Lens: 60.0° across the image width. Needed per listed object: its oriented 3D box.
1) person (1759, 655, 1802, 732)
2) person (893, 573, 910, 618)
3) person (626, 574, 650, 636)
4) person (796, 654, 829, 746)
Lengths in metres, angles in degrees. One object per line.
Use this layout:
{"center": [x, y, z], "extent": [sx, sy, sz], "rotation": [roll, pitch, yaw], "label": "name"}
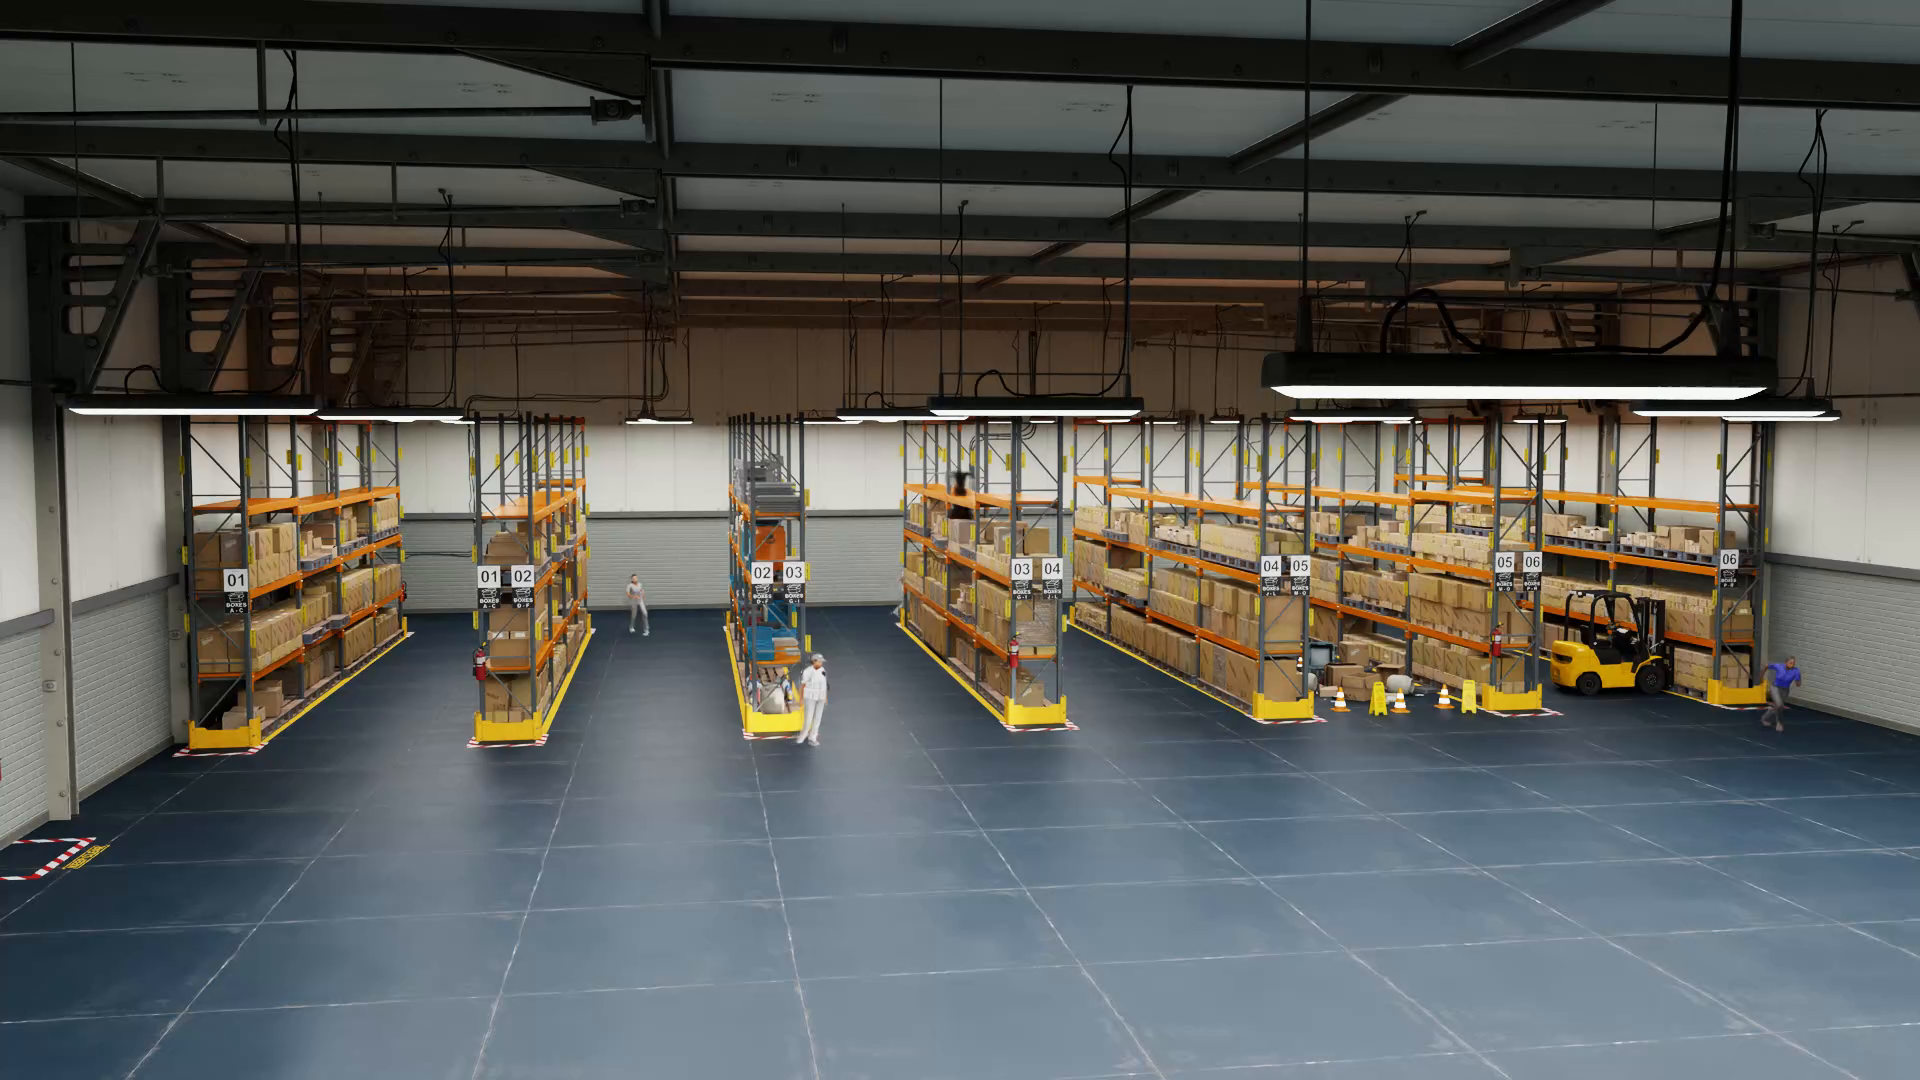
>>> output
{"center": [15.441, 2.852, 31.277], "extent": [0.568, 1.461, 1.063], "rotation": [0, 4, 2], "label": "person"}
{"center": [-1.493, 1.489, 49.094], "extent": [0.990, 1.783, 0.690], "rotation": [0, 4, -2], "label": "person"}
{"center": [-8.928, 1.778, 45.832], "extent": [0.559, 1.692, 0.876], "rotation": [-2, 4, -30], "label": "person"}
{"center": [-2.649, 2.861, 29.821], "extent": [0.581, 1.655, 0.465], "rotation": [-3, 5, -37], "label": "person"}
